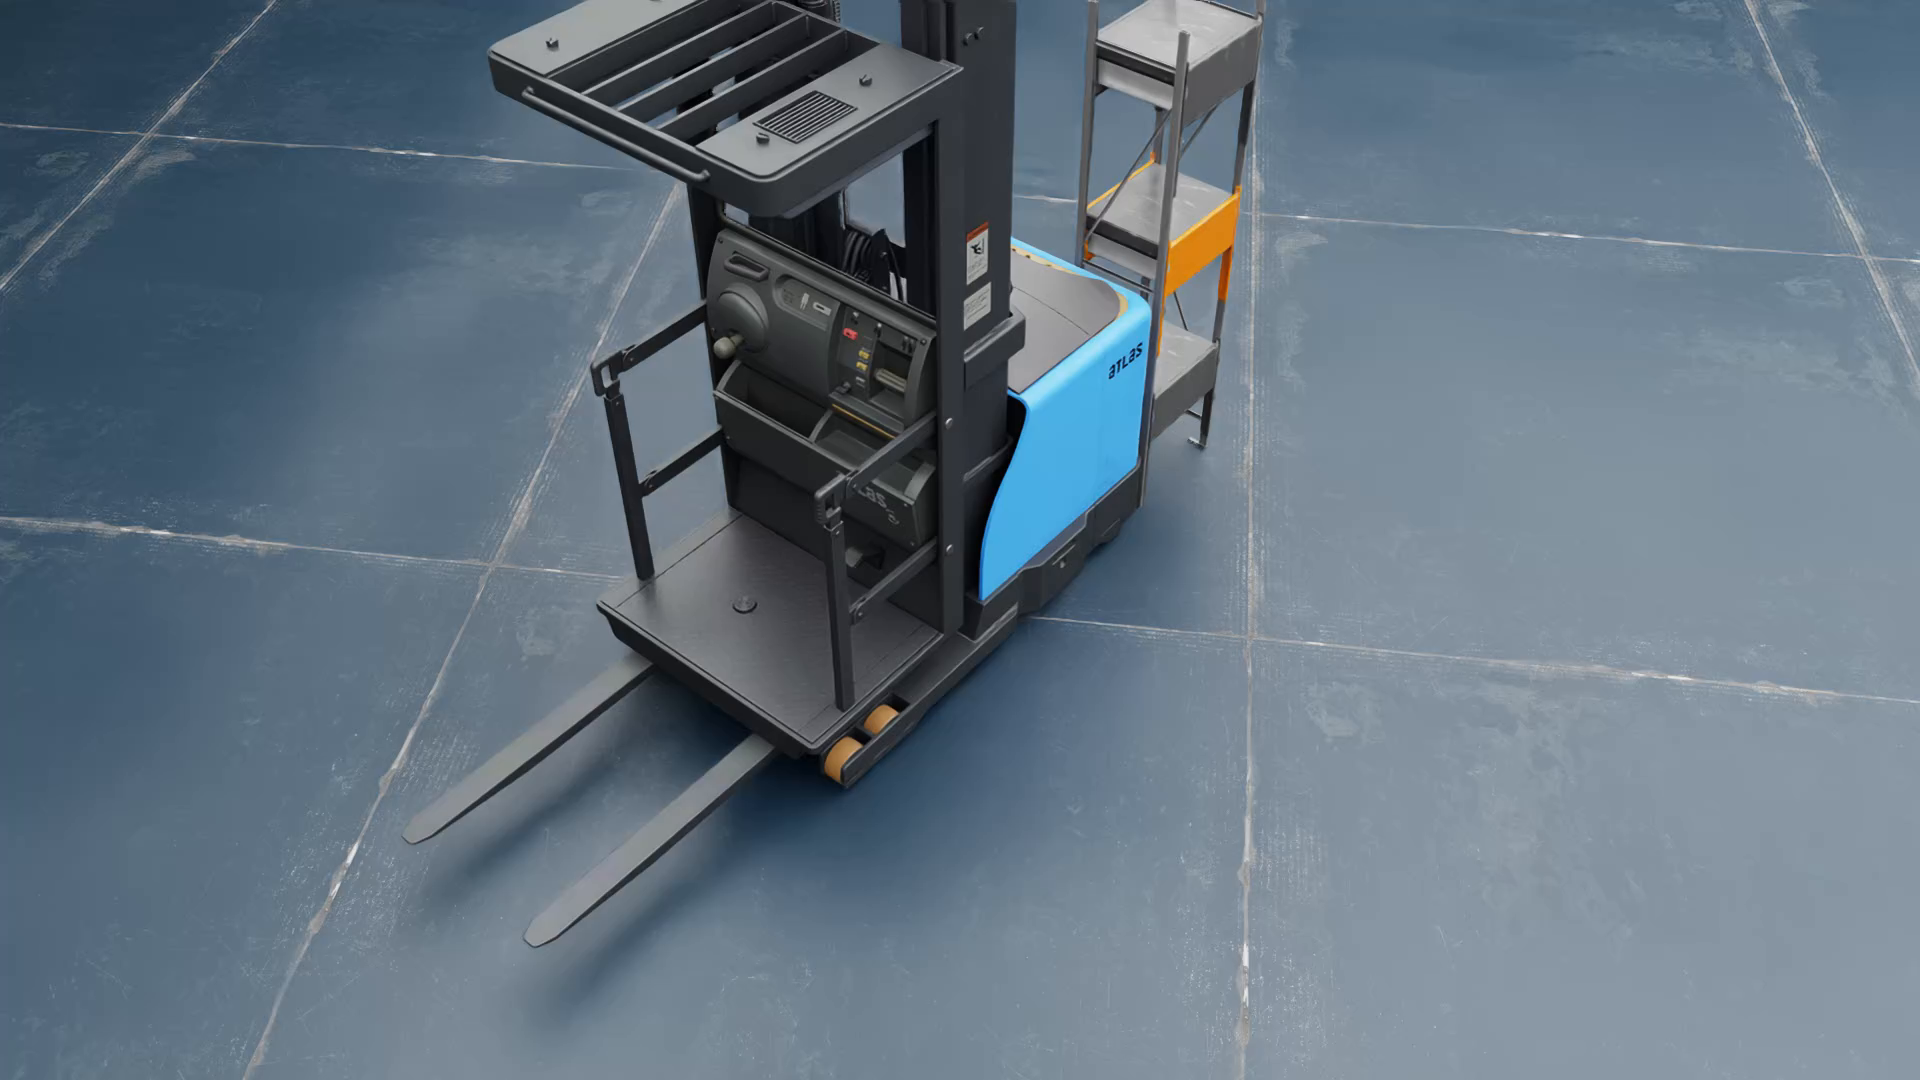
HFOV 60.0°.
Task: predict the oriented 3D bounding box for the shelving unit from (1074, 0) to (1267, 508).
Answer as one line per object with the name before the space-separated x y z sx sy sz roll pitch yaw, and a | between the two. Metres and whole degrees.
shelving unit | 0.752 -1.116 6.401 0.431 2.100 0.503 30 51 27

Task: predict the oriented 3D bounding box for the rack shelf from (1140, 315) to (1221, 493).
rack shelf | 0.752 -0.598 6.892 0.431 0.518 0.480 30 51 27

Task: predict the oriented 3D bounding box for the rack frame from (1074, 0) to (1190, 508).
rack frame | 0.597 -0.986 6.264 0.400 2.100 0.015 30 51 27

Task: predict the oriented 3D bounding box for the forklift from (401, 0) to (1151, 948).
forklift | -0.601 -0.598 5.250 1.130 2.935 3.031 30 51 27

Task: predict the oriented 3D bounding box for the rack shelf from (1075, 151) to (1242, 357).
rack shelf | 0.752 -1.106 6.411 0.431 0.518 0.480 30 51 27

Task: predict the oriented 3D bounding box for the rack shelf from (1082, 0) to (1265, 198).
rack shelf | 0.752 -1.614 5.929 0.431 0.518 0.480 30 51 27

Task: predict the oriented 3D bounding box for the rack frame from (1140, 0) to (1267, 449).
rack frame | 0.907 -1.245 6.538 0.400 2.100 0.015 30 51 27
